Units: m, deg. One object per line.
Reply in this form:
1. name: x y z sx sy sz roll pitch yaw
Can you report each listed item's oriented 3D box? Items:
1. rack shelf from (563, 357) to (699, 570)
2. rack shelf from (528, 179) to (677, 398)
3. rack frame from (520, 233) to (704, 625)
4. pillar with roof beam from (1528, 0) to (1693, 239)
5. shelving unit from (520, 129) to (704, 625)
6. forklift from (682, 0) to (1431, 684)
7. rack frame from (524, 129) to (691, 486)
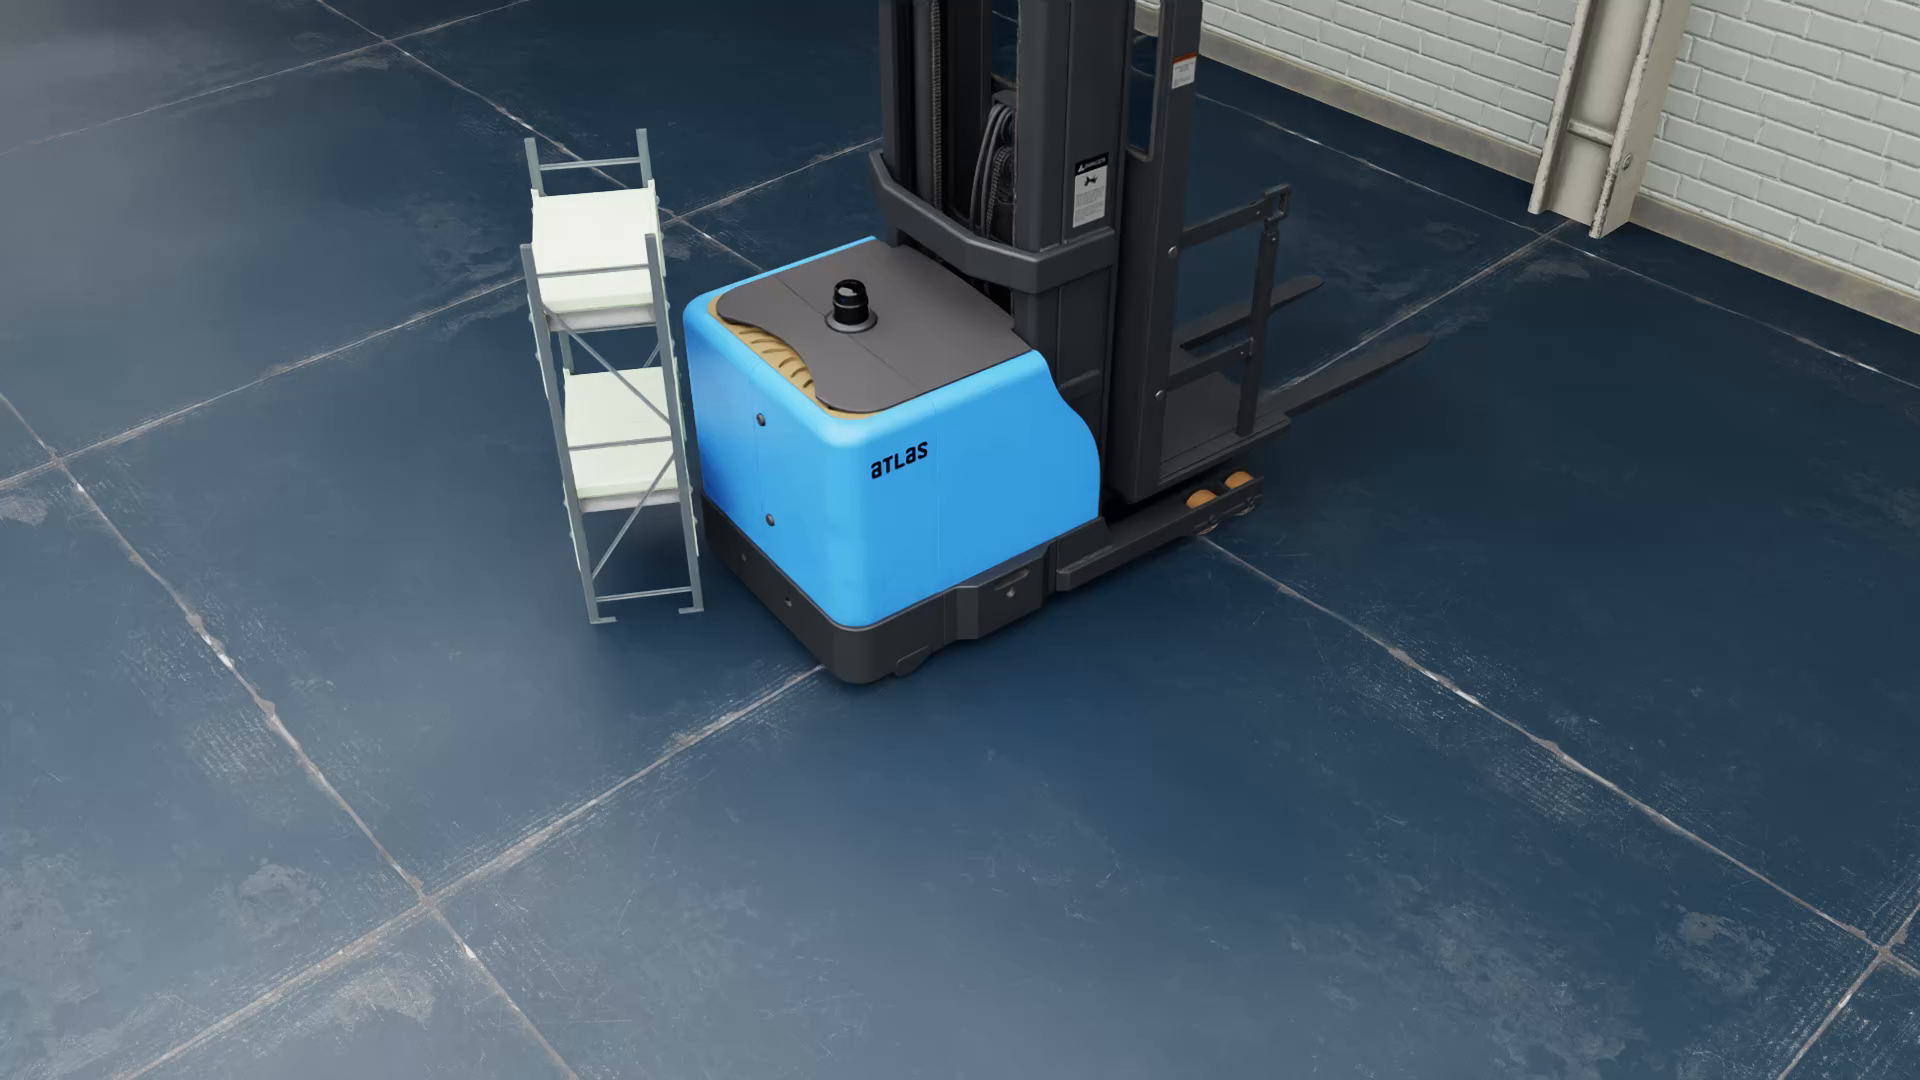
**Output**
1. rack shelf: -1.179 -0.285 5.928 0.431 0.370 0.720 -7 39 -8
2. rack shelf: -1.179 -0.842 5.477 0.431 0.370 0.720 -7 39 -8
3. rack frame: -1.112 -0.312 5.443 0.400 1.500 0.023 -7 39 -8
4. pillar with roof beam: -0.100 -3.285 3.156 9.100 9.000 0.400 -30 48 -32
5. shelving unit: -1.179 -0.538 5.723 0.431 1.500 0.755 -7 39 -8
6. forklift: 0.548 -1.407 5.659 3.031 2.935 1.130 -25 45 -27
7. rack frame: -1.246 -0.764 6.003 0.400 1.500 0.023 -7 39 -8
